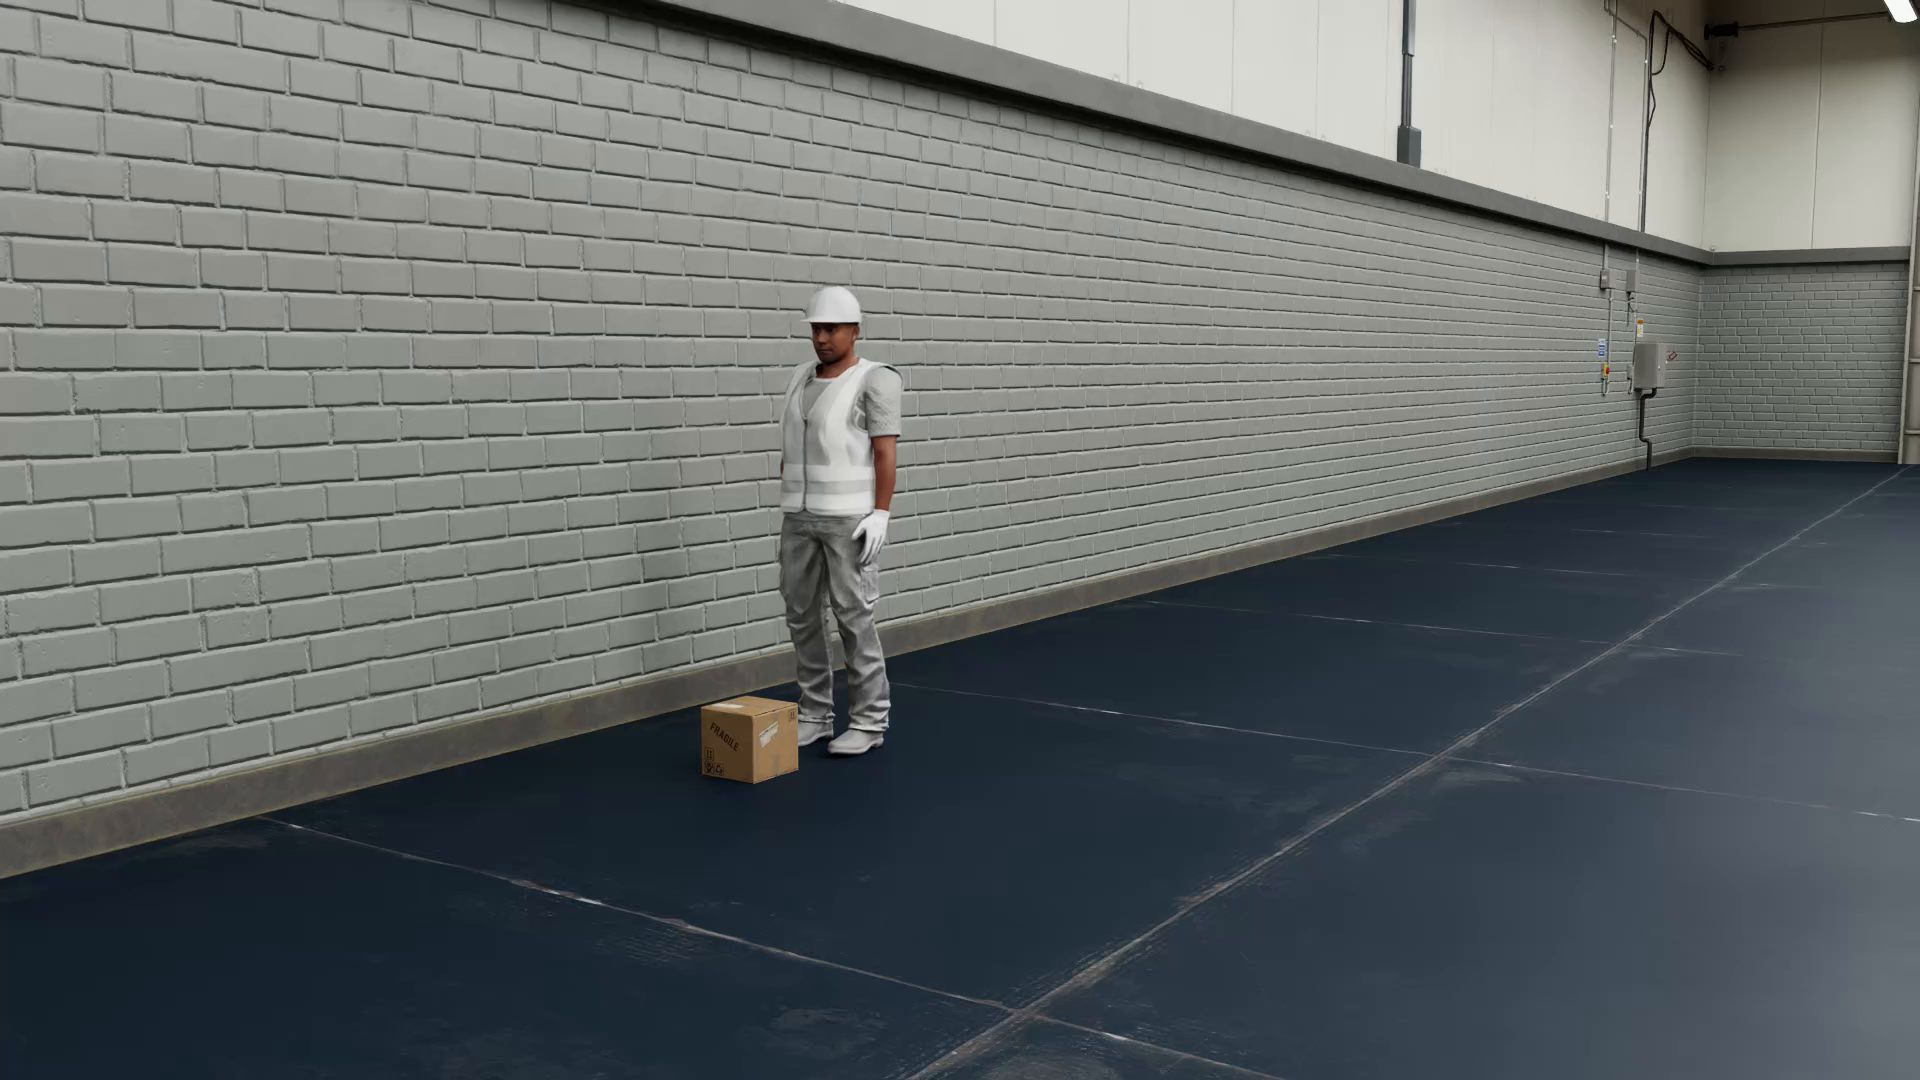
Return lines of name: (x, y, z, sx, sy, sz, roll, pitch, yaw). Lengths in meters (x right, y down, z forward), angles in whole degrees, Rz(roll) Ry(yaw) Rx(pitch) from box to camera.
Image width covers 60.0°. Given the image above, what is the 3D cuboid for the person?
person: (-0.476, -0.079, 6.381, 0.548, 1.776, 0.354, 4, 8, 35)
